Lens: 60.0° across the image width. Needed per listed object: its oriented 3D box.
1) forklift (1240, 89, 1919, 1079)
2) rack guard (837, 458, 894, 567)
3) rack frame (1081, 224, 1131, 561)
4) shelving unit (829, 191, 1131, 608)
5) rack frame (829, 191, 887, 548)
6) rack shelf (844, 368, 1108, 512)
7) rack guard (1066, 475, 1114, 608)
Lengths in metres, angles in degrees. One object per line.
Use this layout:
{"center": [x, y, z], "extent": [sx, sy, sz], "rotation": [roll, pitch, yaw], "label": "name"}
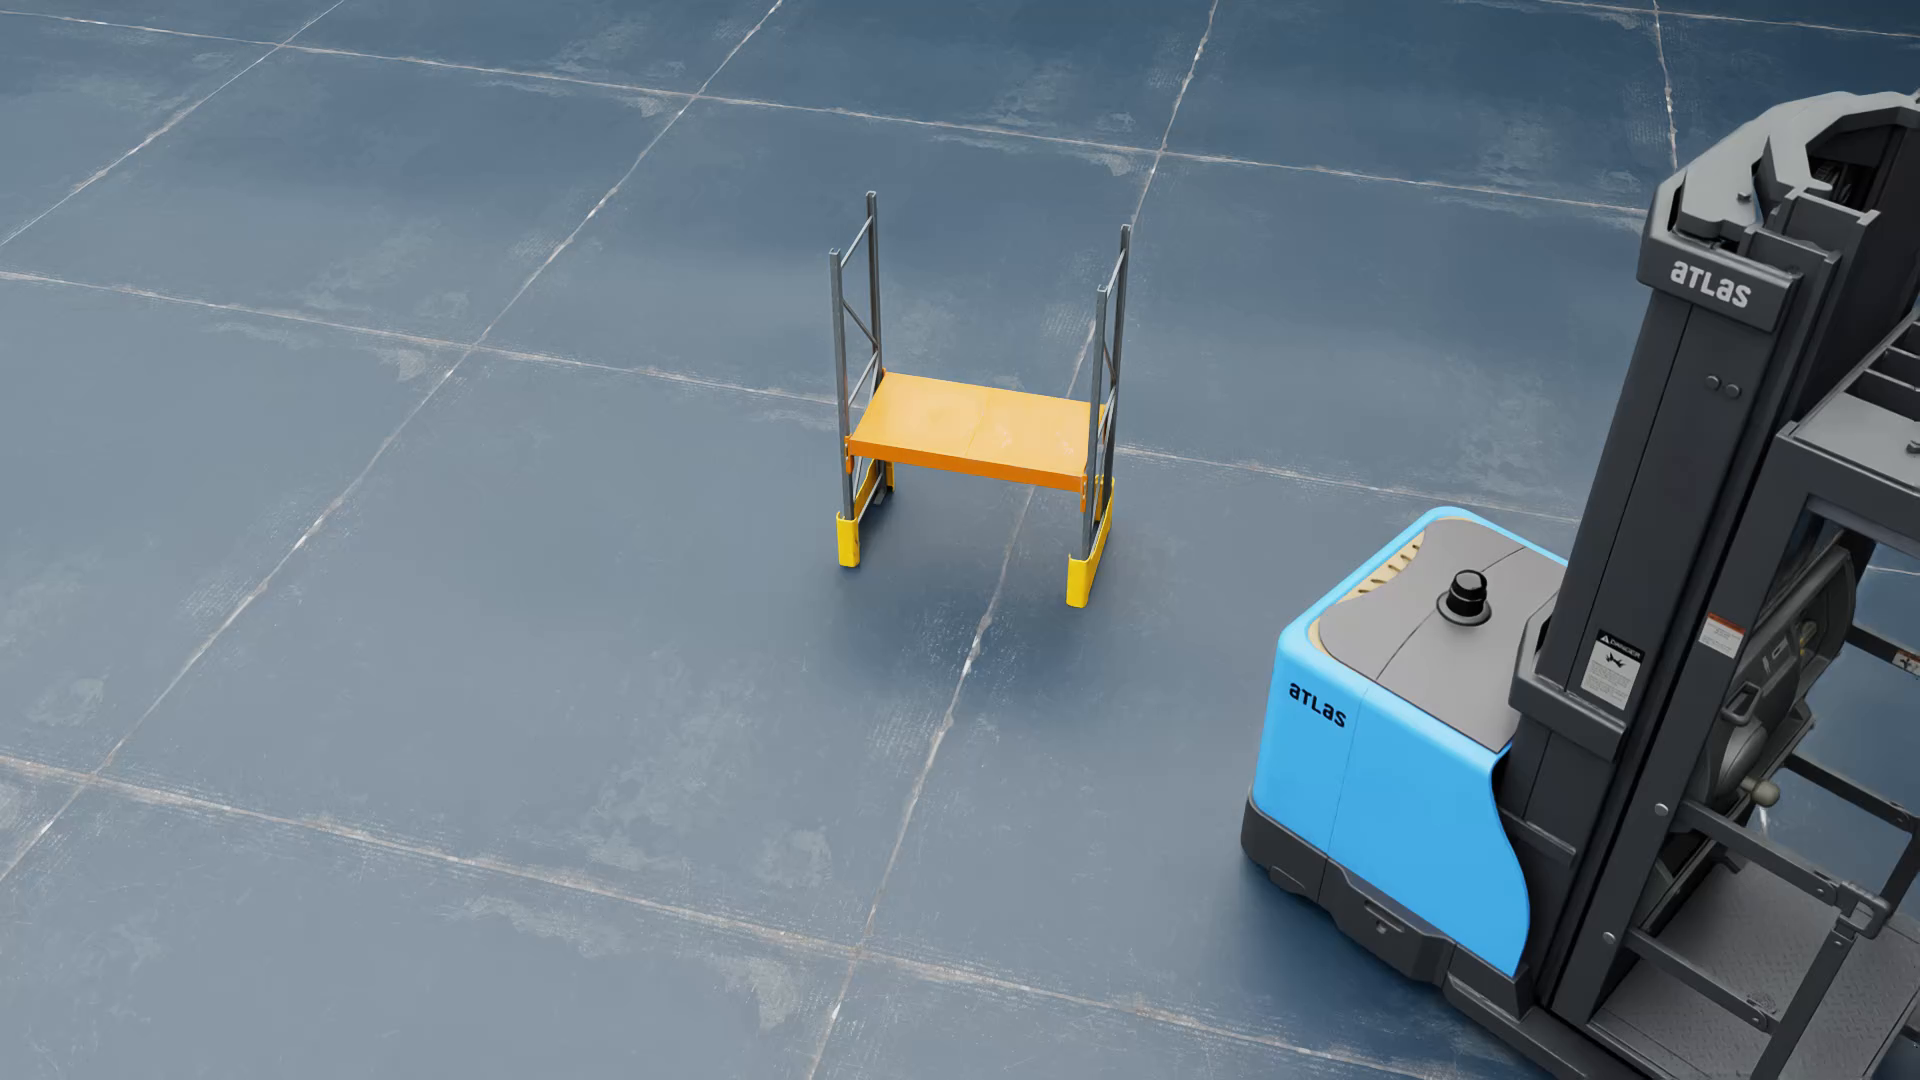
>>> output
{"center": [2.393, 0.444, 4.443], "extent": [3.031, 2.935, 1.130], "rotation": [32, 50, 33], "label": "forklift"}
{"center": [-0.407, -0.166, 7.253], "extent": [0.087, 0.250, 0.587], "rotation": [10, 41, 11], "label": "rack guard"}
{"center": [0.573, -0.476, 6.650], "extent": [0.032, 1.500, 0.500], "rotation": [10, 41, 11], "label": "rack frame"}
{"center": [0.074, -0.562, 6.753], "extent": [1.083, 1.500, 0.587], "rotation": [10, 41, 11], "label": "shelving unit"}
{"center": [-0.409, -0.645, 6.851], "extent": [0.032, 1.500, 0.500], "rotation": [10, 41, 11], "label": "rack frame"}
{"center": [0.082, -0.422, 6.866], "extent": [1.000, 0.185, 0.538], "rotation": [10, 41, 11], "label": "rack shelf"}
{"center": [0.555, 0.000, 7.056], "extent": [0.087, 0.250, 0.587], "rotation": [10, 41, 11], "label": "rack guard"}
